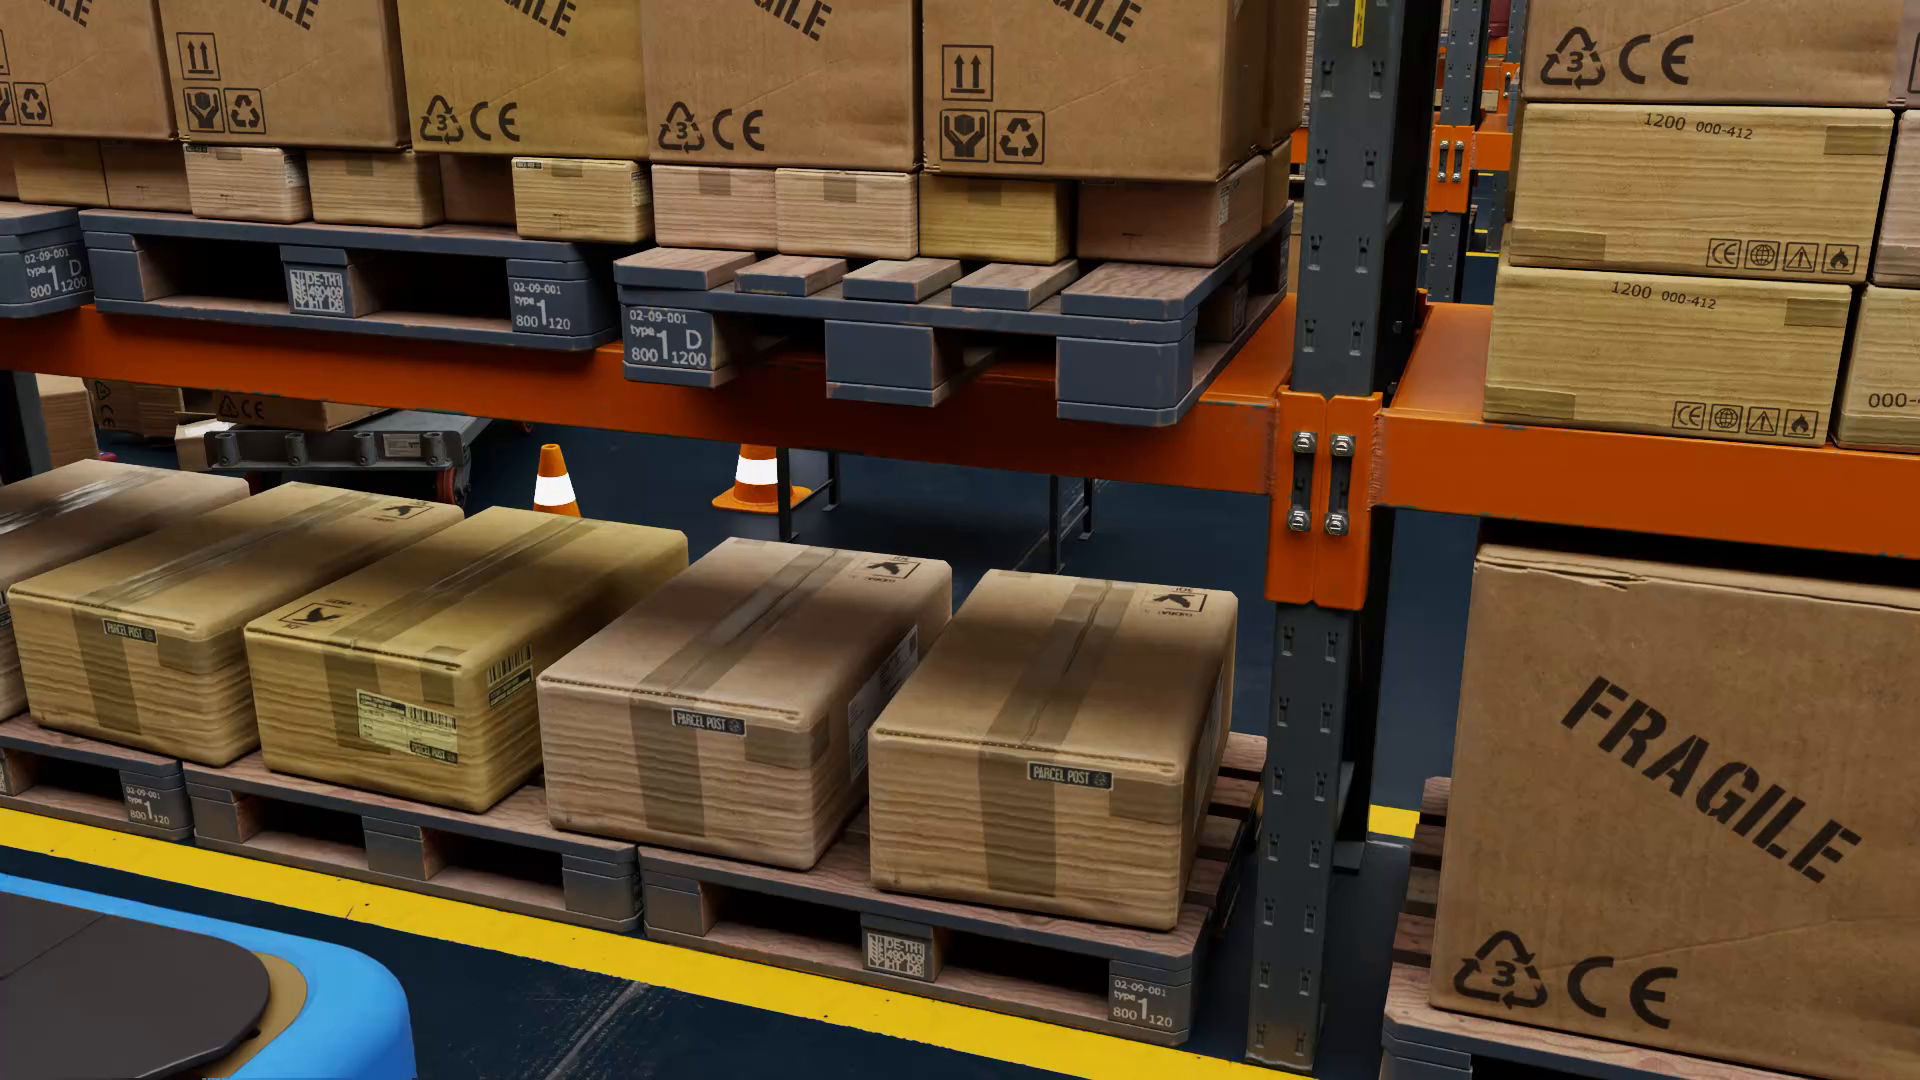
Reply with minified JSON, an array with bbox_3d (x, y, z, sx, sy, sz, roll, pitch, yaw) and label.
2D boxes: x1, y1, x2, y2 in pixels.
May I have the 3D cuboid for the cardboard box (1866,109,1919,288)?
[{"bbox_3d":[1.656,-0.538,2.531,0.500,0.250,0.500,7,20,19],"label":"cardboard box"}]

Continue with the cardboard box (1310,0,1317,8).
[{"bbox_3d":[1.879,-2.681,7.540,0.500,0.500,0.700,6,20,18],"label":"cardboard box"}]

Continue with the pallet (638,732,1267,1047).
[{"bbox_3d":[0.033,0.671,3.829,1.213,0.211,1.003,7,20,18],"label":"pallet"}]

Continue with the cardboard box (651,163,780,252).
[{"bbox_3d":[-0.381,-0.652,3.132,0.250,0.149,0.380,6,20,15],"label":"cardboard box"}]

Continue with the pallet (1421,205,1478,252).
[{"bbox_3d":[3.285,-2.410,12.669,1.213,0.211,1.003,7,20,18],"label":"pallet"}]

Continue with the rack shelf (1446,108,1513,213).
[{"bbox_3d":[4.189,-1.555,7.072,4.000,0.370,1.077,7,20,18],"label":"rack shelf"}]

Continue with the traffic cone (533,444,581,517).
[{"bbox_3d":[-1.377,-0.096,5.648,0.334,0.463,0.336,7,20,18],"label":"traffic cone"}]

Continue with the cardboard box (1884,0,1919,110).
[{"bbox_3d":[1.628,-0.900,2.430,0.500,0.500,0.500,7,20,18],"label":"cardboard box"}]

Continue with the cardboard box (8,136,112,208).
[{"bbox_3d":[-1.834,-0.837,3.663,0.250,0.149,0.380,7,20,19],"label":"cardboard box"}]

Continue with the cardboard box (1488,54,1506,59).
[{"bbox_3d":[8.202,-7.351,25.737,0.500,0.500,0.700,7,20,19],"label":"cardboard box"}]

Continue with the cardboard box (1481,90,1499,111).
[{"bbox_3d":[6.700,-5.602,21.130,0.500,0.250,0.500,7,20,19],"label":"cardboard box"}]

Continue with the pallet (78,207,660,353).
[{"bbox_3d":[-1.113,-0.671,3.735,1.213,0.211,1.003,7,20,18],"label":"pallet"}]

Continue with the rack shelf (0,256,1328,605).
[{"bbox_3d":[-1.119,-0.437,3.865,4.000,0.370,1.077,7,20,18],"label":"rack shelf"}]

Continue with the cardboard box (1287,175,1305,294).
[{"bbox_3d":[1.754,-1.340,8.144,0.750,0.750,1.050,6,20,17],"label":"cardboard box"}]

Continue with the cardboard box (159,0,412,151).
[{"bbox_3d":[-1.234,-1.075,3.361,0.500,0.500,0.500,6,20,16],"label":"cardboard box"}]

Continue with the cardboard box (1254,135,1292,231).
[{"bbox_3d":[0.525,-0.733,3.366,0.250,0.149,0.380,5,20,15],"label":"cardboard box"}]

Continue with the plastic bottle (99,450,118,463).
[{"bbox_3d":[-3.611,-0.327,6.923,0.283,0.061,0.133,10,22,27],"label":"plastic bottle"}]

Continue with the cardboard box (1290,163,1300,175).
[{"bbox_3d":[2.317,-2.850,12.825,0.500,0.500,0.700,8,21,23],"label":"cardboard box"}]

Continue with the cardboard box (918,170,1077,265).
[{"bbox_3d":[0.107,-0.609,3.009,0.250,0.149,0.380,7,20,19],"label":"cardboard box"}]

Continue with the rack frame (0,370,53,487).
[{"bbox_3d":[-3.008,-0.992,4.366,0.127,3.000,1.000,7,20,18],"label":"rack frame"}]

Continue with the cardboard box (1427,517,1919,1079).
[{"bbox_3d":[1.396,0.345,3.119,0.875,0.875,0.875,6,20,18],"label":"cardboard box"}]

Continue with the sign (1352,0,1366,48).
[{"bbox_3d":[0.601,-0.900,2.462,0.005,0.325,0.100,7,20,18],"label":"sign"}]

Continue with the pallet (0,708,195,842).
[{"bbox_3d":[-2.272,0.408,4.585,1.213,0.211,1.003,7,20,18],"label":"pallet"}]

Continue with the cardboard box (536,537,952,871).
[{"bbox_3d":[-0.459,0.341,3.896,0.625,0.372,0.950,6,20,17],"label":"cardboard box"}]

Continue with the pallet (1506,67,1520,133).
[{"bbox_3d":[3.008,-1.976,7.479,1.003,0.211,1.213,7,20,18],"label":"pallet"}]

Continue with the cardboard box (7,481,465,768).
[{"bbox_3d":[-1.831,0.183,4.350,0.625,0.372,0.950,8,21,21],"label":"cardboard box"}]

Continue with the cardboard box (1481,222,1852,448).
[{"bbox_3d":[1.150,-0.358,2.775,0.500,0.250,0.500,6,20,17],"label":"cardboard box"}]

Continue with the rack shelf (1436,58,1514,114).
[{"bbox_3d":[2.134,-3.518,12.704,4.000,0.370,1.077,7,20,18],"label":"rack shelf"}]

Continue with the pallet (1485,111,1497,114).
[{"bbox_3d":[6.512,-5.506,21.550,1.213,0.211,1.003,7,20,18],"label":"pallet"}]

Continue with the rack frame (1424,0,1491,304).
[{"bbox_3d":[2.300,-2.110,7.573,0.127,3.000,1.000,7,20,18],"label":"rack frame"}]

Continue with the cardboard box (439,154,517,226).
[{"bbox_3d":[-0.842,-0.743,3.396,0.250,0.149,0.380,7,20,18],"label":"cardboard box"}]

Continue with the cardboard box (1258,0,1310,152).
[{"bbox_3d":[0.422,-1.067,3.338,0.500,0.500,0.500,6,20,17],"label":"cardboard box"}]

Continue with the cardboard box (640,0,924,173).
[{"bbox_3d":[-0.242,-0.961,3.036,0.500,0.500,0.500,6,20,17],"label":"cardboard box"}]

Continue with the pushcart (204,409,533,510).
[{"bbox_3d":[-2.307,-0.469,6.847,0.936,0.377,1.648,0,19,-1],"label":"pushcart"}]

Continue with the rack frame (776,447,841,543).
[{"bbox_3d":[-0.561,-0.772,6.013,0.032,1.500,0.500,7,20,18],"label":"rack frame"}]

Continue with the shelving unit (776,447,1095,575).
[{"bbox_3d":[-0.081,-0.717,5.856,1.048,1.500,0.538,7,20,18],"label":"shelving unit"}]

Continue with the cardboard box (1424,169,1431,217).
[{"bbox_3d":[3.383,-2.735,12.495,0.500,0.500,0.700,5,20,15],"label":"cardboard box"}]

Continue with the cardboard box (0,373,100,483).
[{"bbox_3d":[-3.573,-0.352,6.323,0.500,0.500,0.500,-11,22,-29],"label":"cardboard box"}]

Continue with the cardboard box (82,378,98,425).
[{"bbox_3d":[-4.296,-0.843,7.731,0.637,0.503,0.797,-7,20,-20],"label":"cardboard box"}]

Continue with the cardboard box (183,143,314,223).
[{"bbox_3d":[-1.367,-0.765,3.457,0.250,0.149,0.380,7,21,20],"label":"cardboard box"}]
